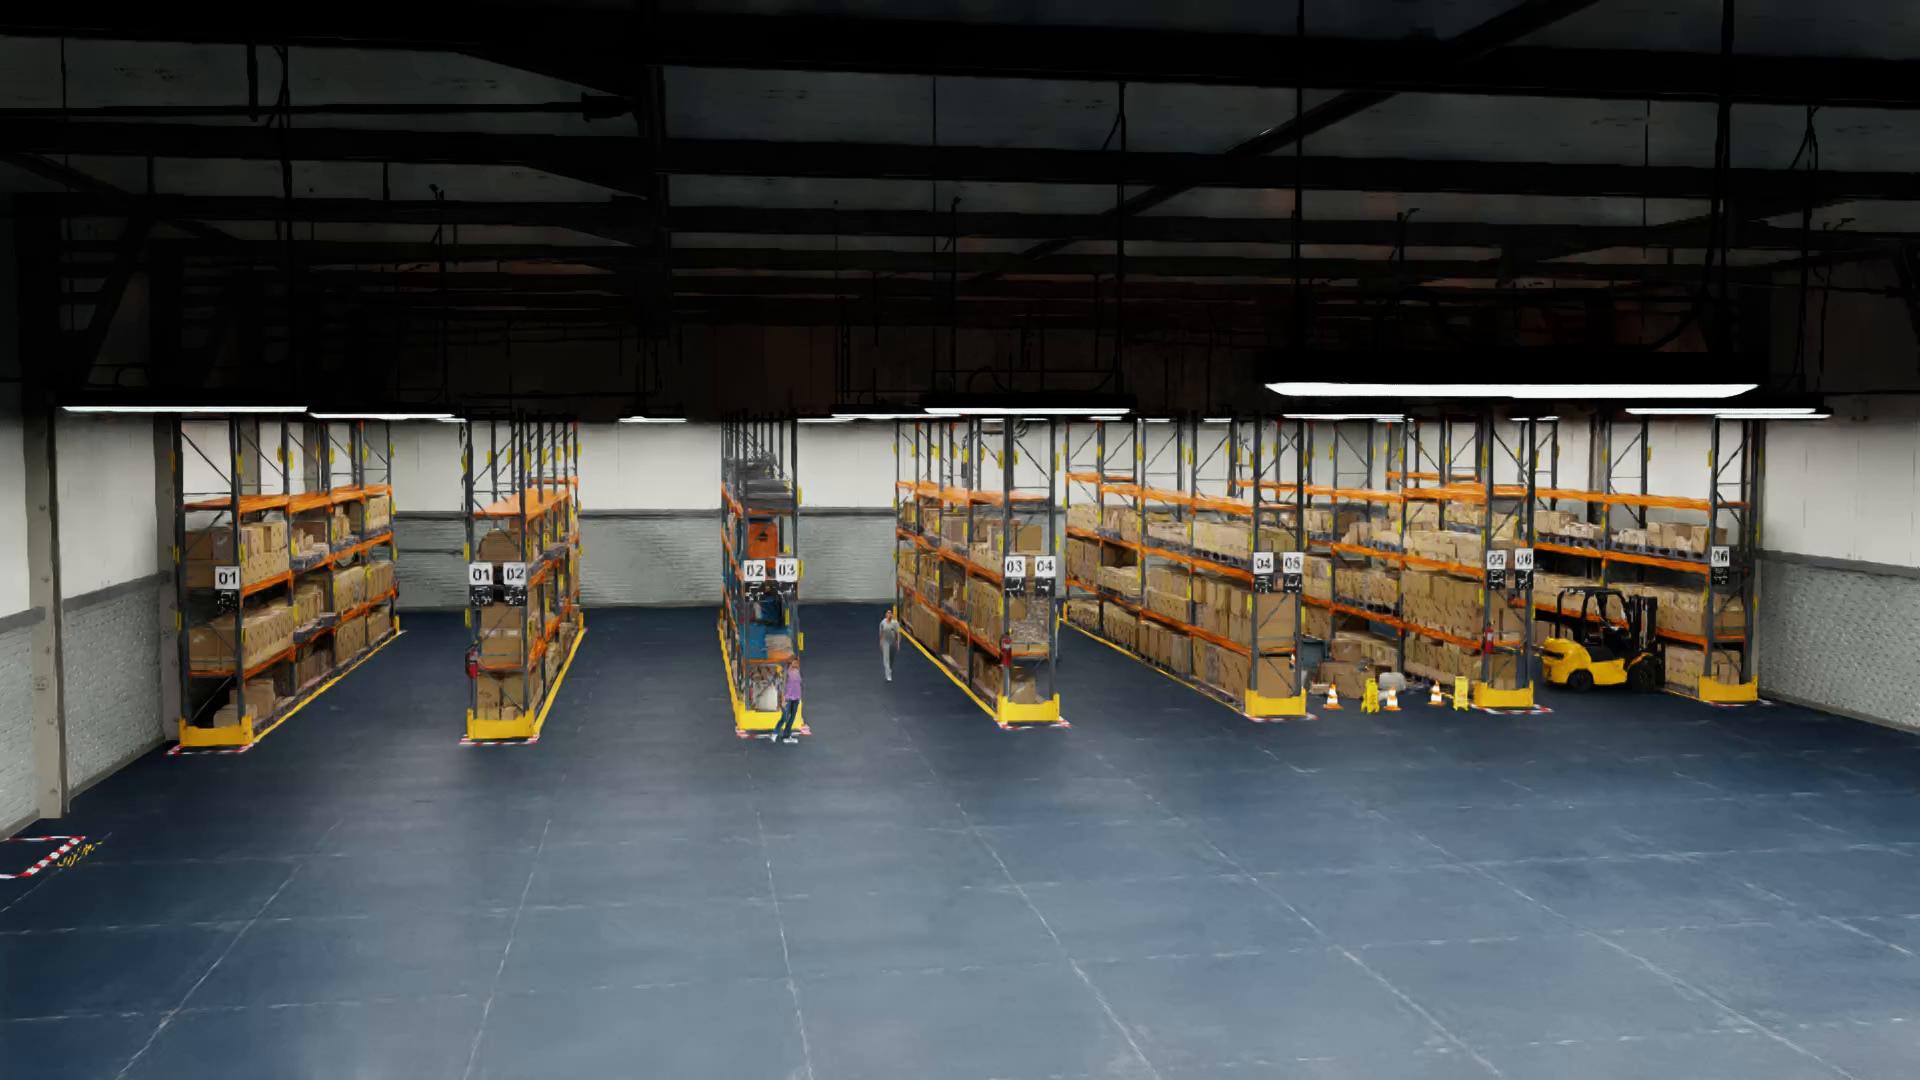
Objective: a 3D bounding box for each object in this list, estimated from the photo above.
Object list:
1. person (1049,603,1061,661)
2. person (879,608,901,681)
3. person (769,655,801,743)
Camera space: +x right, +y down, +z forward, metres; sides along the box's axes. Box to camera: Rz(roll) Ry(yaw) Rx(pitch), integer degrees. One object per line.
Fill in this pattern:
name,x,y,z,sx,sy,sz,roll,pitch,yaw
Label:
person,2.113,2.048,40.167,0.557,1.705,1.116,-1,4,-12
person,-1.564,2.320,37.161,0.453,1.612,1.019,-1,4,-11
person,-3.123,2.855,29.752,0.462,1.574,0.572,3,5,38
